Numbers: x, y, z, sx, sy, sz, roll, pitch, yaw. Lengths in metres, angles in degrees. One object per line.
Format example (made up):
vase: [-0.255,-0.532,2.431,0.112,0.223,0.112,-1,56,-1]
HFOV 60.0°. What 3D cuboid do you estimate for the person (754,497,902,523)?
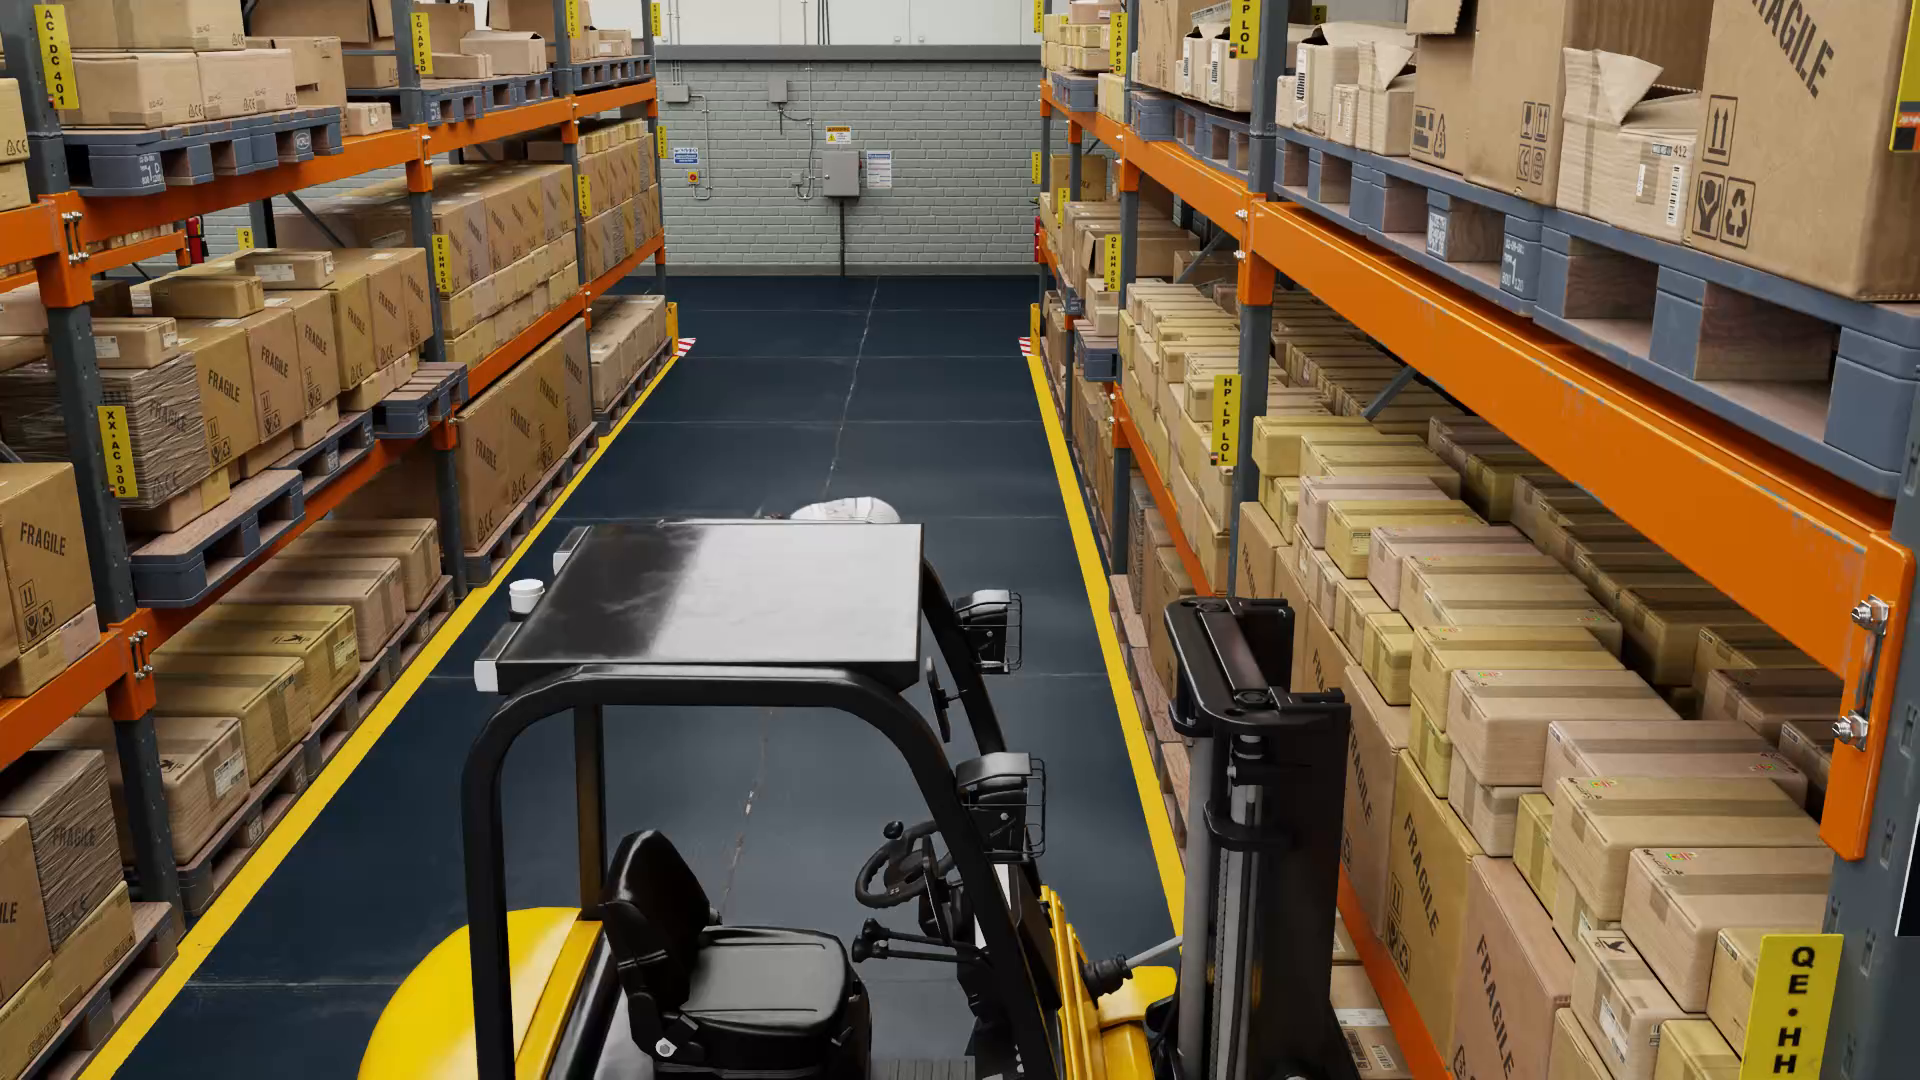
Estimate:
person: [-0.785,0.159,9.588,0.908,0.789,0.464,-1,17,-3]
